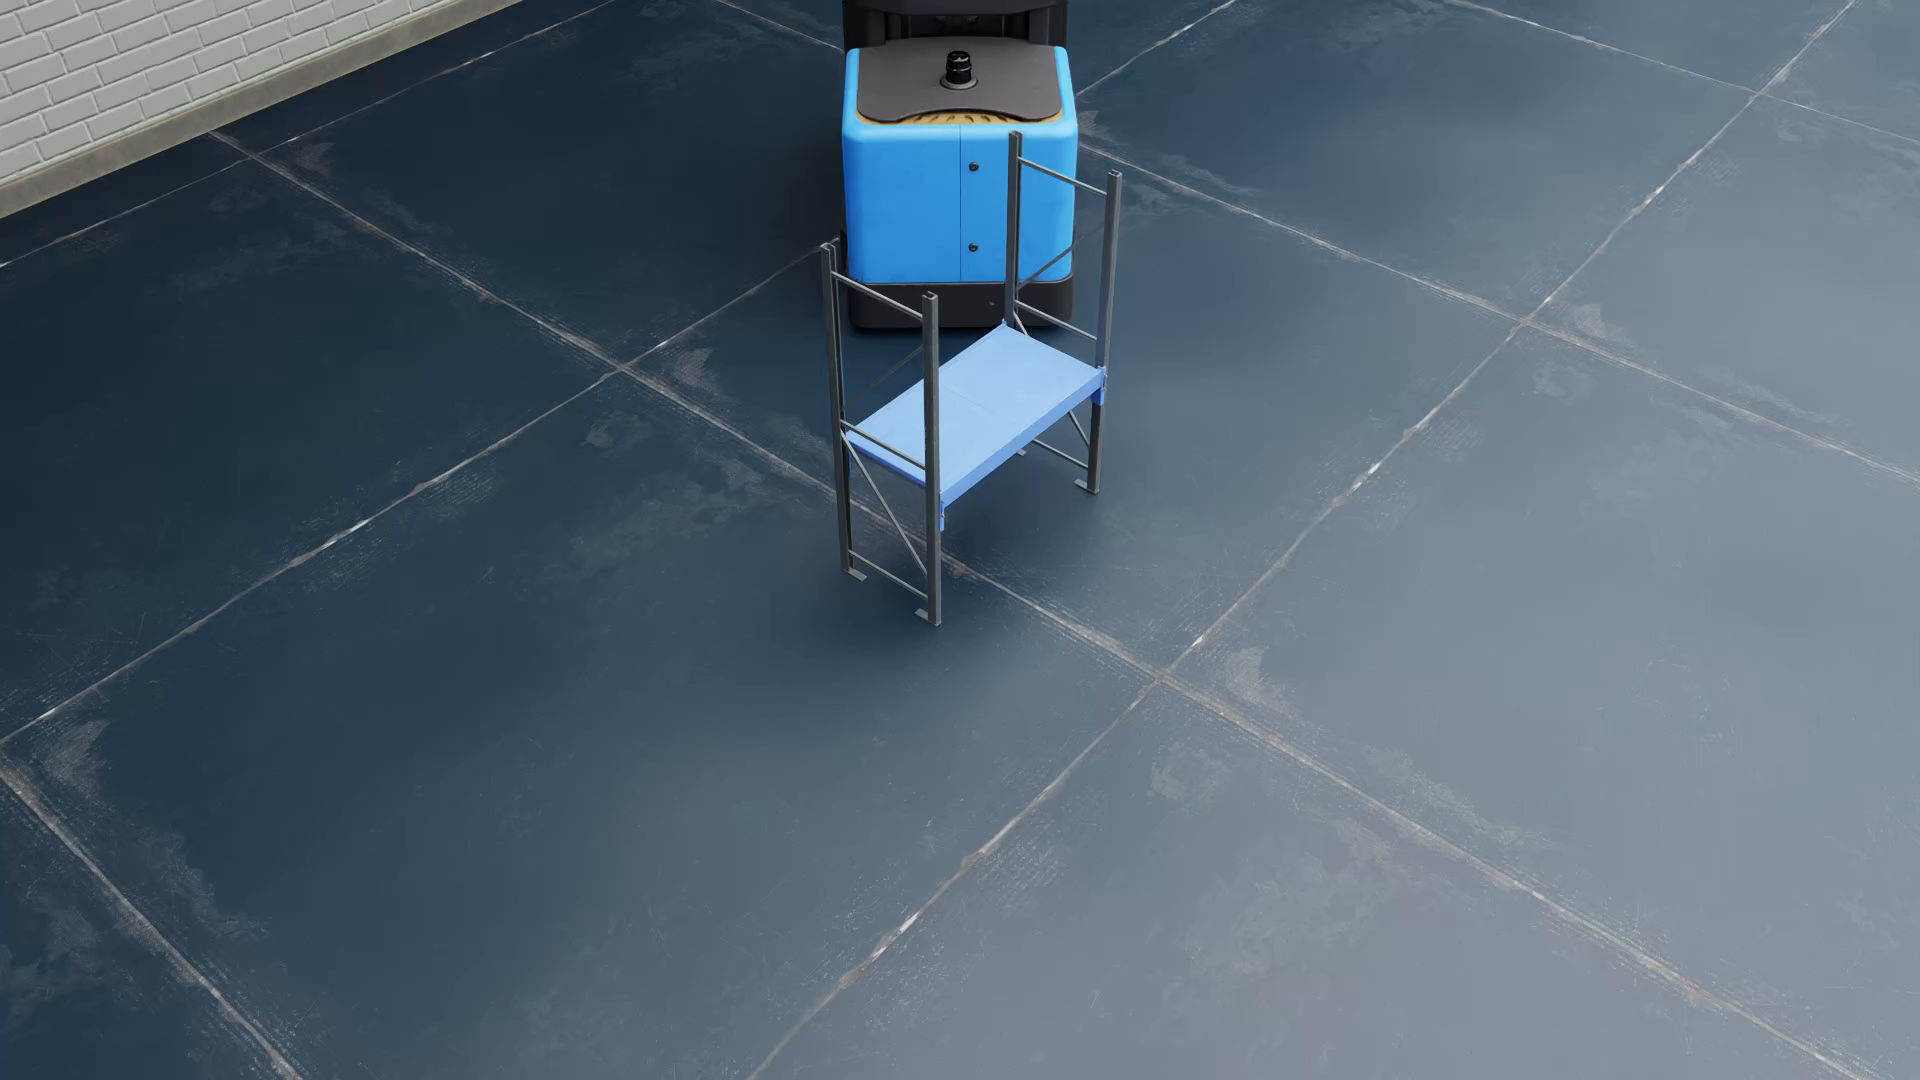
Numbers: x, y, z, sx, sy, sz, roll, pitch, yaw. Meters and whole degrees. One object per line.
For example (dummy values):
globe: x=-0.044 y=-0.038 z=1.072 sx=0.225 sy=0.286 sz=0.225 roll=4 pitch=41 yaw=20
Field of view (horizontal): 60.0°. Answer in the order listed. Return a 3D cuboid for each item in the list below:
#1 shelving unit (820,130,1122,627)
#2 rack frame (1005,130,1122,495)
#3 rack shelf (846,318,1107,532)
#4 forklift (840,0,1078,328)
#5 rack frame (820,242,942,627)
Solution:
shelving unit: x=0.055 y=-0.599 z=6.294 sx=0.538 sy=1.500 sz=1.048 roll=29 pitch=50 yaw=28
rack frame: x=0.382 y=-0.861 z=6.582 sx=0.500 sy=1.500 sz=0.032 roll=29 pitch=50 yaw=28
rack shelf: x=0.055 y=-0.466 z=6.415 sx=0.538 sy=0.185 sz=1.000 roll=29 pitch=50 yaw=28
forklift: x=-0.029 y=-3.039 z=7.914 sx=1.130 sy=2.935 sz=3.031 roll=-1 pitch=42 yaw=-1
rack frame: x=-0.272 y=-0.337 z=6.006 sx=0.500 sy=1.500 sz=0.032 roll=29 pitch=50 yaw=28
